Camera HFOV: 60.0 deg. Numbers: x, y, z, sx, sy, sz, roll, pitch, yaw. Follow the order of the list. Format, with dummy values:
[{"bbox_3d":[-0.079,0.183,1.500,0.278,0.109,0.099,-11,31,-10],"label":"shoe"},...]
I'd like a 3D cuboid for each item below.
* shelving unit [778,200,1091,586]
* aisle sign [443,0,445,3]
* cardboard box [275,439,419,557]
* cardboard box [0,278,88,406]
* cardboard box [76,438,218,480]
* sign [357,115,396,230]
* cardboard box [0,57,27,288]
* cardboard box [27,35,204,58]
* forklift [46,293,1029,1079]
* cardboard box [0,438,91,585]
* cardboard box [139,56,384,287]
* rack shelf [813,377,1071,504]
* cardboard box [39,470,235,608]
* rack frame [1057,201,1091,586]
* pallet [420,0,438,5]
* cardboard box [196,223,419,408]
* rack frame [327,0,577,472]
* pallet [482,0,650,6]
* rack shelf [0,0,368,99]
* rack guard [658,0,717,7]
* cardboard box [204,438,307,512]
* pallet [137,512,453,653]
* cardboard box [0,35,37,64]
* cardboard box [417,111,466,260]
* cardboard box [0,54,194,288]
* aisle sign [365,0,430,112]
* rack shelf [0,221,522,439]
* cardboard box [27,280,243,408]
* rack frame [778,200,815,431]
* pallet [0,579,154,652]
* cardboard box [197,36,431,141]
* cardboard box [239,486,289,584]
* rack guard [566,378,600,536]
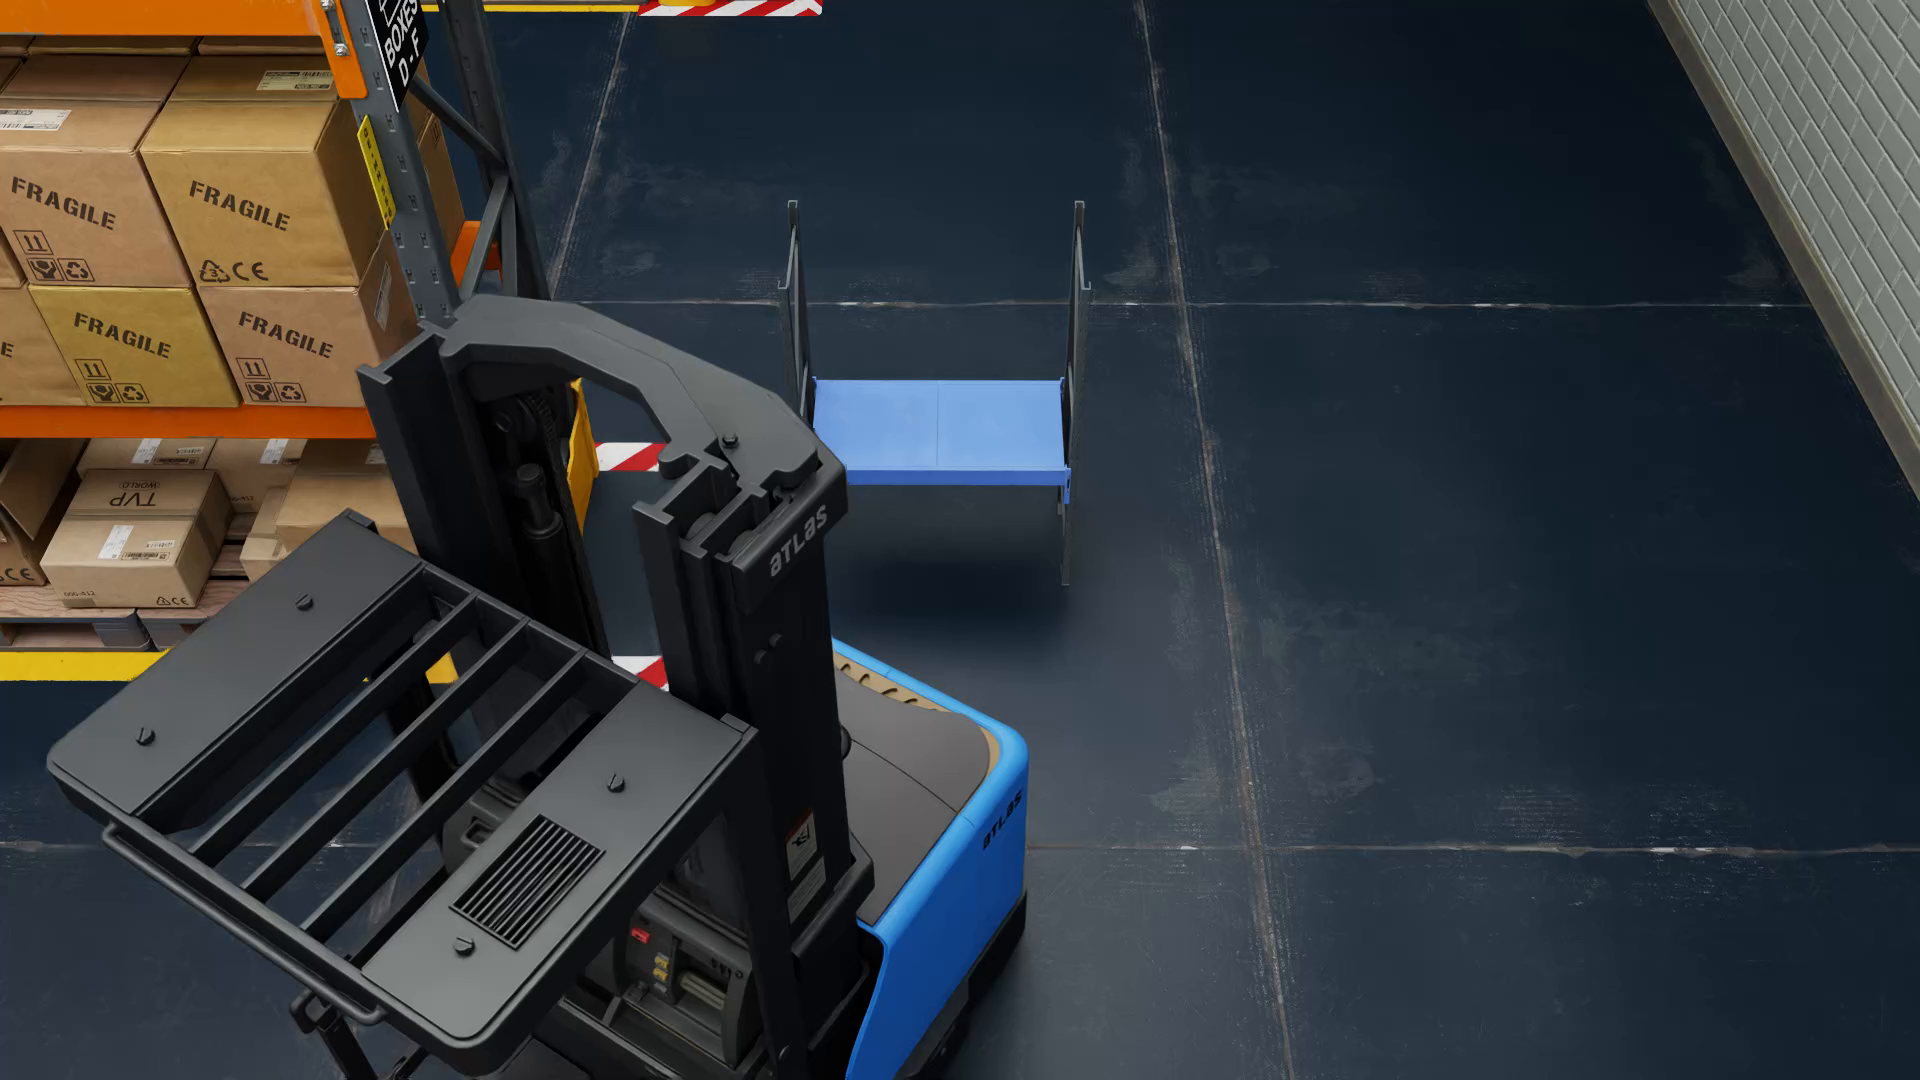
[{"bbox_3d":[-0.085,-0.511,6.282,1.048,1.500,0.538,0,47,0],"label":"shelving unit"},{"bbox_3d":[-1.572,-2.051,4.914,0.004,0.787,0.394,0,47,0],"label":"aisle sign"},{"bbox_3d":[-2.186,-0.069,6.253,0.500,0.500,0.500,0,47,0],"label":"cardboard box"},{"bbox_3d":[-3.108,-0.790,5.449,0.500,0.500,0.500,0,47,0],"label":"cardboard box"},{"bbox_3d":[-3.184,-0.375,6.708,0.500,0.250,0.500,0,47,0],"label":"cardboard box"},{"bbox_3d":[-1.664,-1.046,4.748,0.005,0.325,0.100,0,47,0],"label":"sign"},{"bbox_3d":[-3.111,-1.123,5.076,0.500,0.500,0.500,1,47,1],"label":"cardboard box"},{"bbox_3d":[-2.607,-1.515,5.440,0.500,0.500,0.500,1,47,1],"label":"cardboard box"},{"bbox_3d":[-0.997,1.031,3.869,1.130,2.935,3.031,25,52,21],"label":"forklift"},{"bbox_3d":[-3.763,-0.259,6.427,0.637,0.503,0.797,0,47,0],"label":"cardboard box"},{"bbox_3d":[-2.088,-1.125,5.077,0.500,0.500,0.500,0,47,0],"label":"cardboard box"},{"bbox_3d":[-0.085,-0.389,6.414,1.000,0.185,0.538,0,47,0],"label":"rack shelf"},{"bbox_3d":[-3.136,-0.009,6.368,0.500,0.250,0.500,0,47,0],"label":"cardboard box"},{"bbox_3d":[0.423,-0.510,6.281,0.032,1.500,0.500,0,47,0],"label":"rack frame"},{"bbox_3d":[-3.643,-3.576,10.015,1.213,0.211,1.003,0,47,0],"label":"pallet"},{"bbox_3d":[-2.090,-0.786,5.445,0.500,0.500,0.500,1,47,1],"label":"cardboard box"},{"bbox_3d":[-1.641,-0.950,5.666,0.127,3.000,1.000,0,47,0],"label":"rack frame"},{"bbox_3d":[-2.427,-3.571,10.010,1.213,0.211,1.003,0,47,0],"label":"pallet"},{"bbox_3d":[-3.641,-1.732,4.836,4.000,0.370,1.077,0,47,0],"label":"rack shelf"},{"bbox_3d":[-1.603,-3.724,9.956,0.348,0.500,1.175,0,47,0],"label":"rack guard"},{"bbox_3d":[-2.684,-0.374,6.707,0.500,0.250,0.500,0,47,0],"label":"cardboard box"},{"bbox_3d":[-2.515,-0.002,6.688,1.213,0.211,1.003,0,47,0],"label":"pallet"},{"bbox_3d":[-3.107,-1.520,5.445,0.500,0.500,0.500,1,47,1],"label":"cardboard box"},{"bbox_3d":[-2.084,-1.178,5.810,0.500,0.500,0.500,1,47,1],"label":"cardboard box"},{"bbox_3d":[-2.593,-1.125,5.078,0.500,0.500,0.500,1,47,1],"label":"cardboard box"},{"bbox_3d":[-1.574,-1.611,4.505,0.004,0.787,0.394,0,47,0],"label":"aisle sign"},{"bbox_3d":[-3.641,-0.710,5.934,4.000,0.370,1.077,0,47,0],"label":"rack shelf"},{"bbox_3d":[-2.609,-0.785,5.444,0.500,0.500,0.500,1,47,0],"label":"cardboard box"},{"bbox_3d":[-0.594,-0.513,6.283,0.032,1.500,0.500,0,47,0],"label":"rack frame"},{"bbox_3d":[-3.732,-0.007,6.693,1.213,0.211,1.003,0,47,0],"label":"pallet"},{"bbox_3d":[-2.084,-1.519,5.444,0.500,0.500,0.500,1,47,1],"label":"cardboard box"},{"bbox_3d":[-2.591,-0.023,6.438,0.250,0.166,0.380,0,47,0],"label":"cardboard box"},{"bbox_3d":[-1.717,-0.099,6.581,0.348,0.500,1.175,0,47,0],"label":"rack guard"}]
